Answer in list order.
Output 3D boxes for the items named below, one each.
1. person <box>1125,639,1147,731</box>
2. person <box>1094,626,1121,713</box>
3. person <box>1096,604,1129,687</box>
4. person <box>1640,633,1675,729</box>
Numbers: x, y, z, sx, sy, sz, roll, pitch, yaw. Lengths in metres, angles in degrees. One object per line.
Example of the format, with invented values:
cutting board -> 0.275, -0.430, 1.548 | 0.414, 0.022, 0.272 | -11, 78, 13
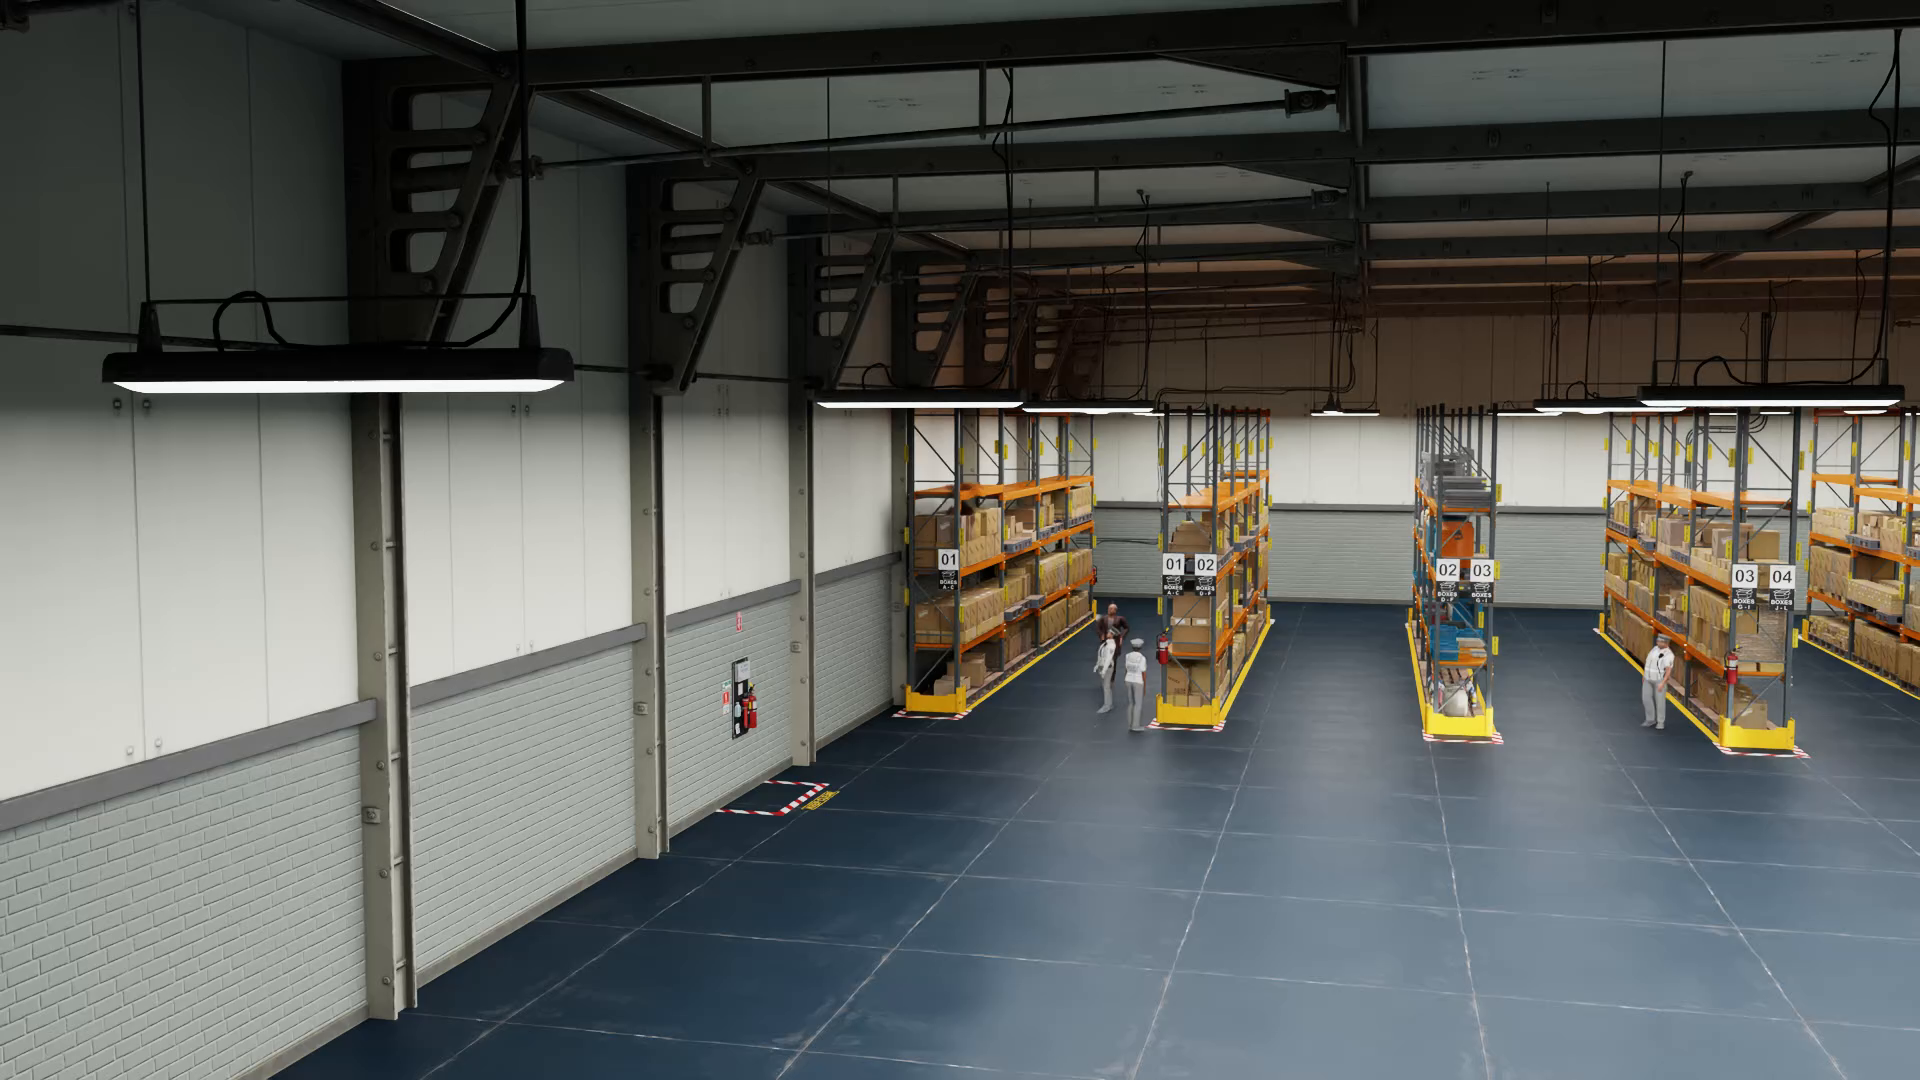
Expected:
person -> 3.228, 2.656, 30.479 | 0.450, 1.683, 0.349 | 4, 6, 44
person -> 2.872, 2.522, 32.629 | 0.549, 1.695, 0.509 | -2, 5, -27
person -> 3.283, 2.238, 35.792 | 0.702, 1.749, 0.903 | 0, 4, 2
person -> 12.891, 2.625, 30.819 | 0.479, 1.806, 0.650 | -3, 5, -34
